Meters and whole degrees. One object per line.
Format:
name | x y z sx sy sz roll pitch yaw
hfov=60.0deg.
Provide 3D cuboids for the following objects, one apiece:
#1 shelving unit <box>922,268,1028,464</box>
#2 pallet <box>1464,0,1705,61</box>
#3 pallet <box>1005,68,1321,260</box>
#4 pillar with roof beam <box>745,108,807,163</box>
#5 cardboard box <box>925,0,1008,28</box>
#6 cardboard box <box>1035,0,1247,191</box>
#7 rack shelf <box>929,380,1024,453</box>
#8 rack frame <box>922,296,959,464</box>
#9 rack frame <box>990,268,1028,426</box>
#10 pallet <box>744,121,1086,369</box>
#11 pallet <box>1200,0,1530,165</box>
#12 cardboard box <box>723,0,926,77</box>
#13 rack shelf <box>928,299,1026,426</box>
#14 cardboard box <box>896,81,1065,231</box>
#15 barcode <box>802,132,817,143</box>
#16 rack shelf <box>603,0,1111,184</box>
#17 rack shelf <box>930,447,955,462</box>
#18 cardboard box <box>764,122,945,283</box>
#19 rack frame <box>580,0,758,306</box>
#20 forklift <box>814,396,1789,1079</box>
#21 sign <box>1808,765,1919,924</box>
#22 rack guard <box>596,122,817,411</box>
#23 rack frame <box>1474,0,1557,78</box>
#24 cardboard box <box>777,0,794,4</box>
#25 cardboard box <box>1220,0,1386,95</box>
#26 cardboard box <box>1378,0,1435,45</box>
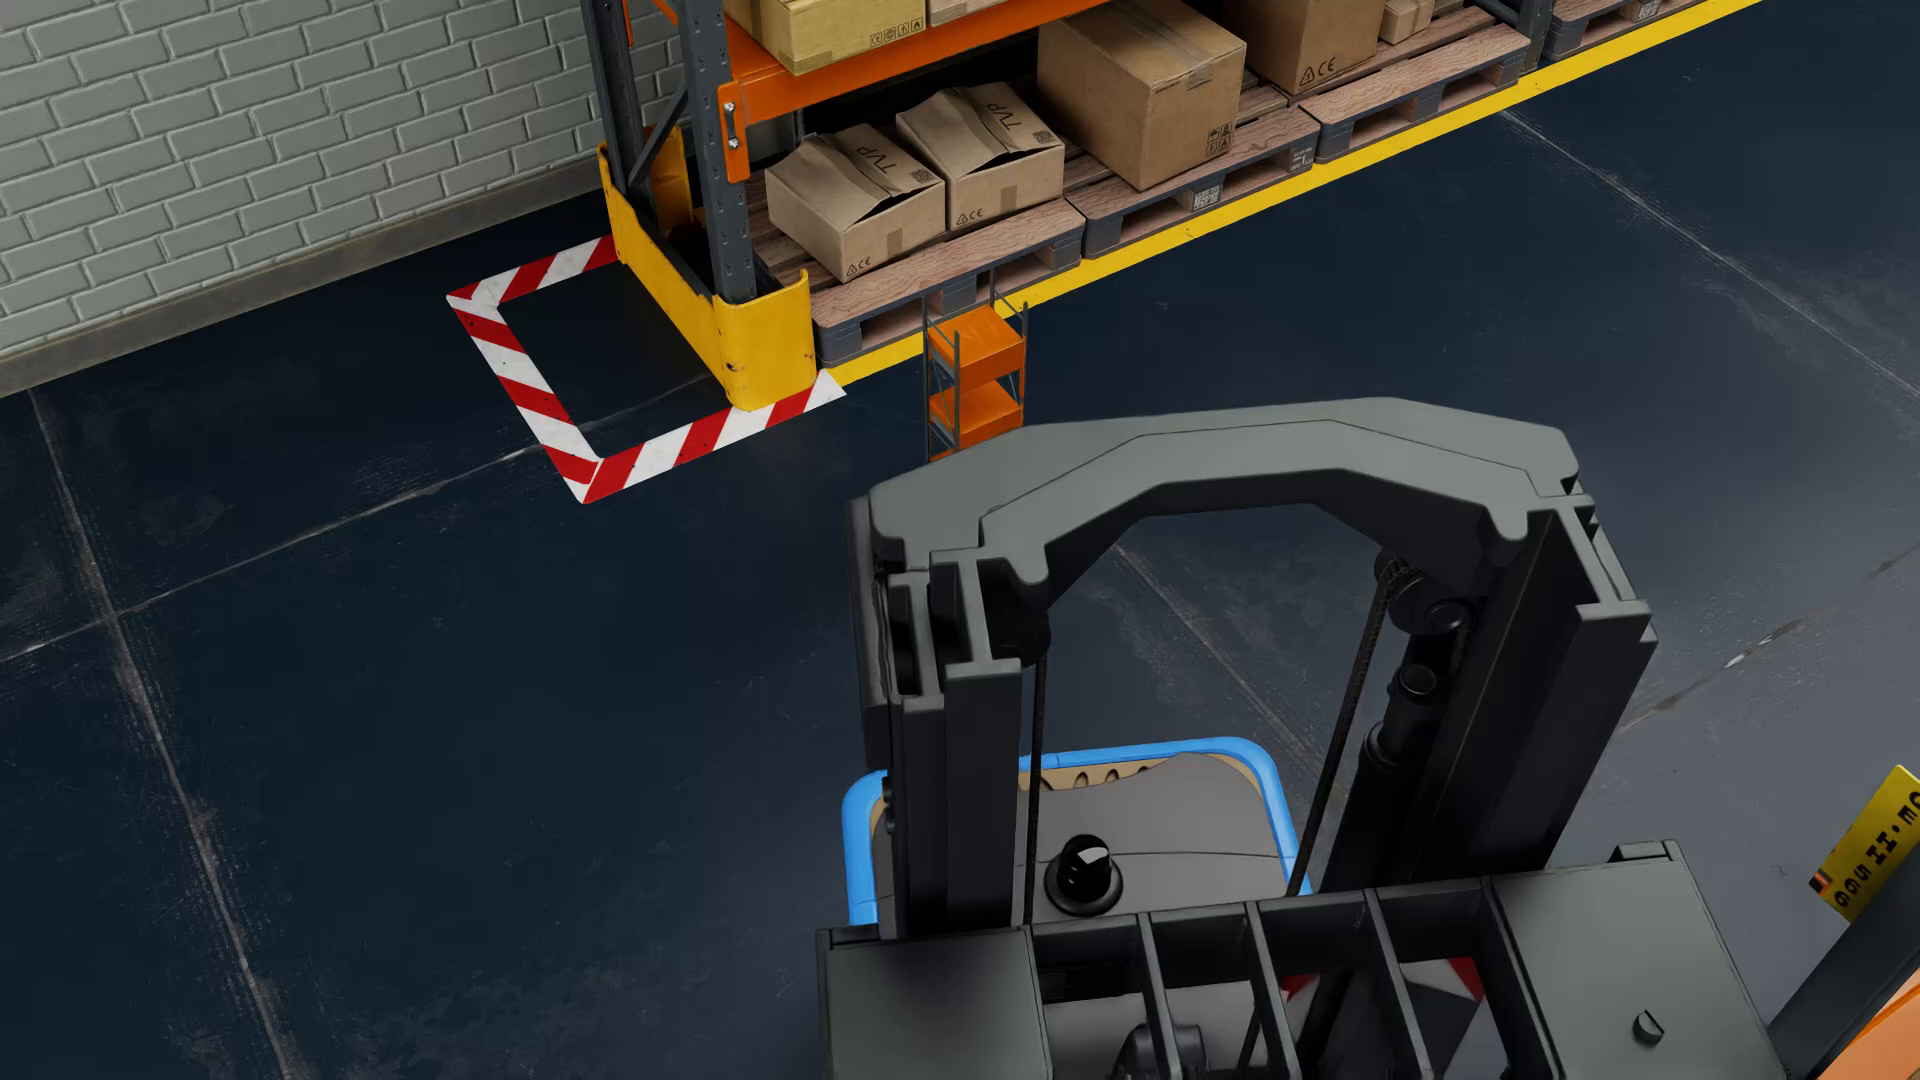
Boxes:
shelving unit | 0.045 -0.370 5.377 0.252 1.050 0.215 -25 53 -21
pallet | 3.003 -2.842 8.139 1.213 0.211 1.003 -25 53 -21
pallet | 0.763 -1.751 7.168 1.213 0.211 1.003 -25 53 -21
pillar with roof beam | 1.389 -1.965 1.474 0.400 9.000 9.100 -25 53 -21
cardboard box | -0.024 -2.031 5.637 0.500 0.250 0.500 -27 54 -22
cardboard box | 0.724 -1.886 6.800 0.500 0.500 0.700 -28 54 -23
rack shelf | 0.045 -0.363 5.385 0.240 0.259 0.215 -25 53 -21
rack frame | -0.058 -0.322 5.334 0.008 1.050 0.200 -25 53 -21
rack frame | 0.148 -0.419 5.420 0.008 1.050 0.200 -25 53 -21
pallet | -0.268 -1.268 6.738 1.213 0.211 1.003 -25 53 -21
pallet | 1.796 -2.240 7.604 1.213 0.211 1.003 -25 53 -21
cardboard box | -0.456 -1.815 5.444 0.500 0.250 0.500 -27 54 -22
rack shelf | 0.045 -0.552 5.173 0.240 0.259 0.215 -25 53 -21
cardboard box | 0.077 -1.562 6.638 0.500 0.311 0.500 -21 52 -18
barcode | -0.603 -1.598 6.664 0.075 0.075 0.001 -25 53 -21
rack shelf | 0.653 -2.422 6.380 4.000 0.370 1.077 -25 53 -21
rack shelf | 0.045 -0.179 5.592 0.240 0.259 0.215 -25 53 -21
cardboard box | -0.405 -1.335 6.436 0.500 0.311 0.500 -31 55 -25
rack frame | -1.038 -1.864 5.401 0.127 3.000 1.000 -25 53 -21
forklift | 0.398 1.331 2.602 1.130 2.935 3.031 -5 49 -4
sign | 1.330 0.451 2.406 0.005 0.325 0.100 -25 53 -21
rack guard | -0.974 -1.063 6.362 0.348 0.500 1.175 -25 53 -21
rack frame | 2.345 -3.458 6.821 0.127 3.000 1.000 -25 53 -21
cardboard box | -0.474 -2.070 5.170 0.500 0.500 0.500 -25 53 -21
cardboard box | 1.488 -2.334 7.199 0.500 0.500 0.500 -29 54 -23
cardboard box | 1.908 -2.430 7.508 0.250 0.166 0.380 -32 56 -25
